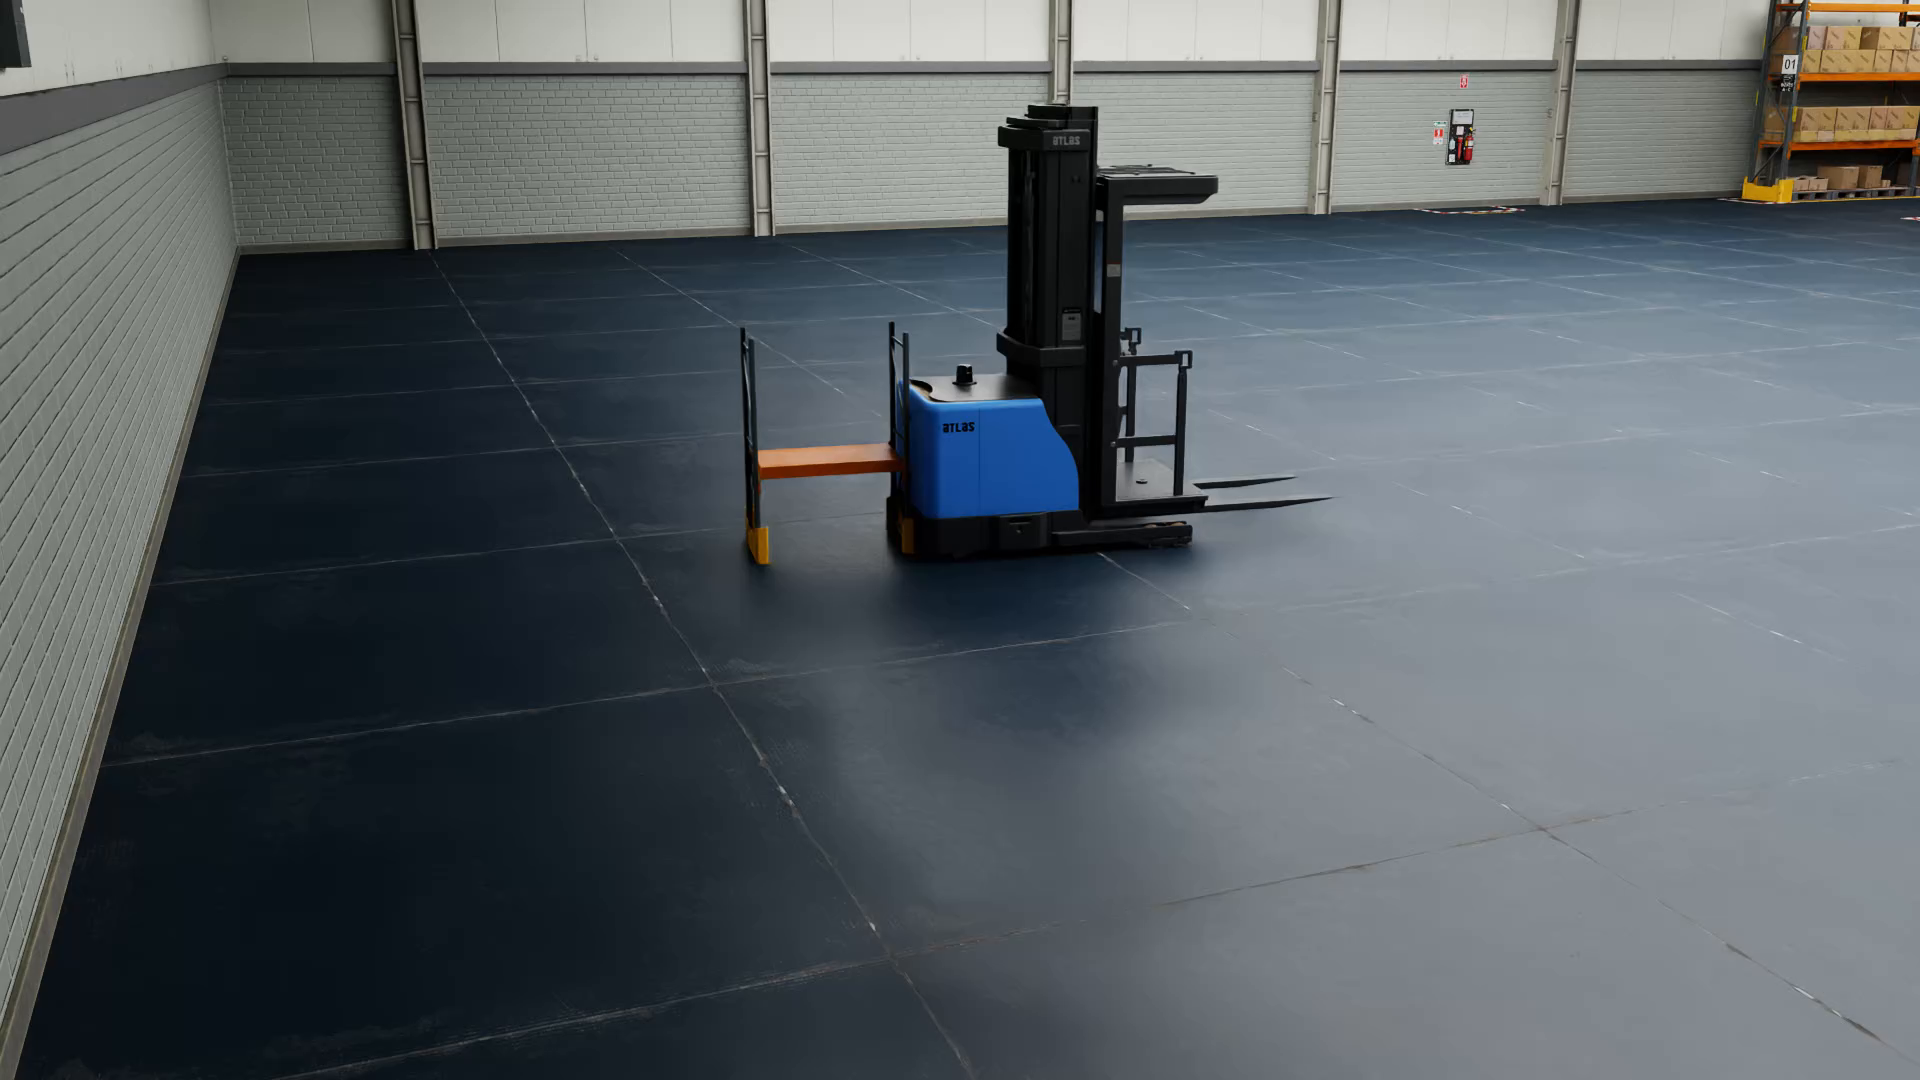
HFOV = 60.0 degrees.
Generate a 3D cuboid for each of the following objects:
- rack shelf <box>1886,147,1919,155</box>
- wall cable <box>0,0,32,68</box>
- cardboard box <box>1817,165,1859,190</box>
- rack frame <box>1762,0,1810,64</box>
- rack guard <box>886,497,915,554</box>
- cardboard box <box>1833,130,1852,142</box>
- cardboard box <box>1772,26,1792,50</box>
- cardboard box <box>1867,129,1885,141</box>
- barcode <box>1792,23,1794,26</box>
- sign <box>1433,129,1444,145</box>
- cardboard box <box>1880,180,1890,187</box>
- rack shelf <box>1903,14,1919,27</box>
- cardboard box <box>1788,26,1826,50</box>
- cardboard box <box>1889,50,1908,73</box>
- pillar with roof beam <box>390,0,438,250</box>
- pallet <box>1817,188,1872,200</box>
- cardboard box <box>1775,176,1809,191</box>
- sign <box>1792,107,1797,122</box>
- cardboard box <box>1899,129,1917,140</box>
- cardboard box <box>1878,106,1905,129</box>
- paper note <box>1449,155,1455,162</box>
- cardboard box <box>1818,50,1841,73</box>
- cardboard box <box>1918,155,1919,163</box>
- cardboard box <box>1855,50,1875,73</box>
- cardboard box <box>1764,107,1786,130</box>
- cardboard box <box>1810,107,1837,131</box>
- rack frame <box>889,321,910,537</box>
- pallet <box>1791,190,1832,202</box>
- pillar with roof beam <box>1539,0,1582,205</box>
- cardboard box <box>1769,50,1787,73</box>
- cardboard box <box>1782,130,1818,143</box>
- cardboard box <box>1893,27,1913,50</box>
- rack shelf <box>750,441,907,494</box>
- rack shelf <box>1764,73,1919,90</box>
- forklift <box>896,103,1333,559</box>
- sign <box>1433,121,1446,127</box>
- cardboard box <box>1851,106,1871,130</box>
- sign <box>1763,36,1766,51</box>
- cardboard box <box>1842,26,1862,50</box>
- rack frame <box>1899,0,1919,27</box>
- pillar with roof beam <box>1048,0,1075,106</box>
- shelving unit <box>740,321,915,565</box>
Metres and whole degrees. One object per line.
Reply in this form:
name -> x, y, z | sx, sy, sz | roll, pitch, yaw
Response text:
rack shelf -> 24.012, -9.481, 39.839 | 4.000, 0.370, 1.077 | -6, 17, -20
wall cable -> -4.595, -5.268, 7.530 | 0.169, 6.003, 2.305 | -6, 17, -20
cardboard box -> 20.323, -8.398, 38.527 | 0.500, 0.500, 0.700 | -7, 18, -24
rack frame -> 18.409, -12.100, 36.832 | 0.127, 3.000, 1.000 | -6, 17, -20
rack guard -> -0.412, -0.106, 11.516 | 0.087, 0.250, 0.587 | -4, 17, -13
cardboard box -> 19.936, -9.231, 37.939 | 0.500, 0.250, 0.500 | -6, 18, -21
cardboard box -> 18.718, -11.310, 37.479 | 0.500, 0.500, 0.500 | -5, 17, -18
cardboard box -> 20.878, -9.332, 38.285 | 0.500, 0.250, 0.500 | -6, 17, -20
barcode -> 18.893, -11.680, 37.707 | 0.075, 0.075, 0.001 | -6, 17, -20
sign -> 10.276, -8.664, 35.716 | 0.234, 0.329, 0.001 | -6, 17, -20
cardboard box -> 21.656, -8.415, 39.177 | 0.250, 0.166, 0.380 | -9, 18, -27
rack shelf -> 24.012, -12.168, 39.050 | 4.000, 0.370, 1.077 | -6, 17, -20
cardboard box -> 18.856, -11.173, 37.012 | 0.500, 0.500, 0.500 | -8, 18, -24
cardboard box -> 21.284, -10.958, 38.054 | 0.500, 0.500, 0.500 | -8, 18, -25
pillar with roof beam -> -7.720, -8.241, 23.690 | 0.400, 9.000, 9.100 | -6, 17, -20
pallet -> 20.389, -8.086, 38.759 | 1.213, 0.211, 1.003 | -6, 17, -20
cardboard box -> 19.088, -8.189, 38.151 | 0.500, 0.311, 0.500 | -8, 18, -26
sign -> 18.604, -9.494, 37.069 | 0.005, 0.325, 0.100 | -6, 17, -20
cardboard box -> 21.811, -9.435, 38.635 | 0.500, 0.250, 0.500 | -6, 17, -20
cardboard box -> 21.350, -9.742, 38.347 | 0.500, 0.500, 0.500 | -6, 17, -20
paper note -> 10.639, -8.253, 35.944 | 0.142, 0.148, 0.016 | -6, 17, -20
cardboard box -> 19.325, -10.731, 37.281 | 0.500, 0.500, 0.500 | -5, 17, -16
cardboard box -> 23.236, -9.120, 39.657 | 0.500, 0.250, 0.500 | -7, 18, -21
cardboard box -> 20.301, -10.844, 37.666 | 0.500, 0.500, 0.500 | -5, 17, -17
cardboard box -> 18.773, -9.623, 37.942 | 0.500, 0.500, 0.500 | -6, 18, -21
cardboard box -> 19.428, -9.535, 37.645 | 0.500, 0.500, 0.500 | -6, 17, -20
rack frame -> -0.411, -0.706, 11.340 | 0.032, 1.500, 0.500 | -4, 17, -13
pallet -> 19.251, -7.964, 38.343 | 1.213, 0.211, 1.003 | -6, 17, -20
pillar with roof beam -> 14.691, -10.661, 31.930 | 0.400, 9.000, 9.100 | -6, 17, -20
cardboard box -> 18.708, -10.827, 37.608 | 0.500, 0.500, 0.500 | -5, 17, -16
cardboard box -> 18.979, -9.125, 37.579 | 0.500, 0.250, 0.500 | -7, 18, -22
cardboard box -> 21.263, -11.421, 37.856 | 0.500, 0.500, 0.500 | -5, 17, -17
rack shelf -> -0.904, -0.499, 11.273 | 1.000, 0.185, 0.538 | -4, 17, -13
rack shelf -> 20.277, -10.517, 38.043 | 4.000, 0.370, 1.077 | -6, 17, -20
forklift -> 1.113, -1.485, 11.452 | 3.031, 2.935, 1.130 | -4, 17, -13
sign -> 10.284, -8.917, 35.635 | 0.331, 0.109, 0.001 | -6, 17, -20
cardboard box -> 20.390, -9.641, 38.005 | 0.500, 0.500, 0.500 | -6, 17, -18
sign -> 18.229, -11.234, 37.634 | 0.005, 0.325, 0.100 | -6, 17, -20
cardboard box -> 19.817, -11.265, 37.324 | 0.500, 0.500, 0.500 | -6, 17, -19
rack frame -> 22.144, -12.503, 38.205 | 0.127, 3.000, 1.000 | -6, 17, -20
pillar with roof beam -> 3.486, -9.451, 27.810 | 0.400, 9.000, 9.100 | -6, 17, -20
shelving unit -> -0.896, -0.672, 11.224 | 1.083, 1.500, 0.587 | -4, 17, -13
